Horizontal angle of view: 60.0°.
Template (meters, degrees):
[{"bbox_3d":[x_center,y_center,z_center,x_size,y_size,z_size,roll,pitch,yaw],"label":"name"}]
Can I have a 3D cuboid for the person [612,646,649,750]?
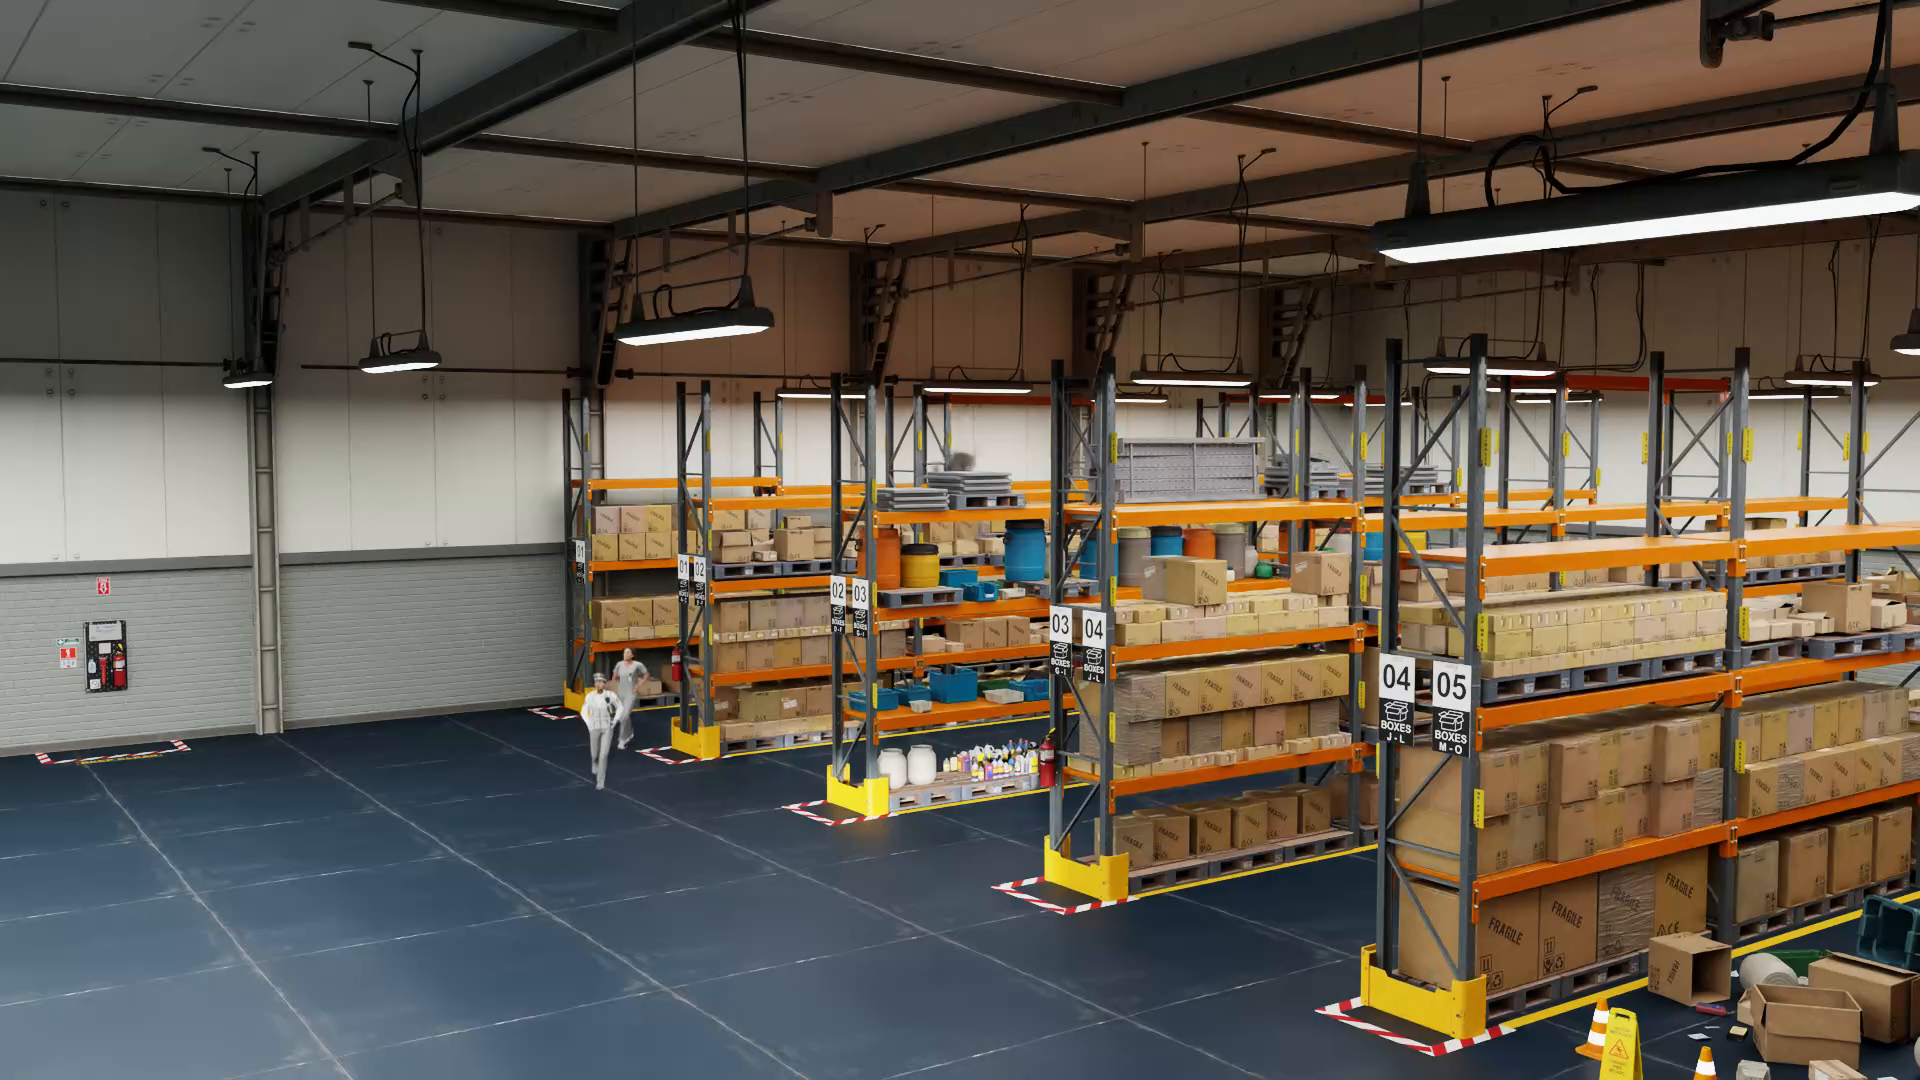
[{"bbox_3d":[-5.440,2.598,27.351,0.567,1.701,0.728,1,4,17],"label":"person"}]

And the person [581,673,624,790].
[{"bbox_3d":[-5.252,2.775,24.456,0.623,1.691,0.718,0,4,-4],"label":"person"}]

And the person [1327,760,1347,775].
[{"bbox_3d":[5.507,2.753,24.028,0.591,1.749,0.699,-3,5,-40],"label":"person"}]
